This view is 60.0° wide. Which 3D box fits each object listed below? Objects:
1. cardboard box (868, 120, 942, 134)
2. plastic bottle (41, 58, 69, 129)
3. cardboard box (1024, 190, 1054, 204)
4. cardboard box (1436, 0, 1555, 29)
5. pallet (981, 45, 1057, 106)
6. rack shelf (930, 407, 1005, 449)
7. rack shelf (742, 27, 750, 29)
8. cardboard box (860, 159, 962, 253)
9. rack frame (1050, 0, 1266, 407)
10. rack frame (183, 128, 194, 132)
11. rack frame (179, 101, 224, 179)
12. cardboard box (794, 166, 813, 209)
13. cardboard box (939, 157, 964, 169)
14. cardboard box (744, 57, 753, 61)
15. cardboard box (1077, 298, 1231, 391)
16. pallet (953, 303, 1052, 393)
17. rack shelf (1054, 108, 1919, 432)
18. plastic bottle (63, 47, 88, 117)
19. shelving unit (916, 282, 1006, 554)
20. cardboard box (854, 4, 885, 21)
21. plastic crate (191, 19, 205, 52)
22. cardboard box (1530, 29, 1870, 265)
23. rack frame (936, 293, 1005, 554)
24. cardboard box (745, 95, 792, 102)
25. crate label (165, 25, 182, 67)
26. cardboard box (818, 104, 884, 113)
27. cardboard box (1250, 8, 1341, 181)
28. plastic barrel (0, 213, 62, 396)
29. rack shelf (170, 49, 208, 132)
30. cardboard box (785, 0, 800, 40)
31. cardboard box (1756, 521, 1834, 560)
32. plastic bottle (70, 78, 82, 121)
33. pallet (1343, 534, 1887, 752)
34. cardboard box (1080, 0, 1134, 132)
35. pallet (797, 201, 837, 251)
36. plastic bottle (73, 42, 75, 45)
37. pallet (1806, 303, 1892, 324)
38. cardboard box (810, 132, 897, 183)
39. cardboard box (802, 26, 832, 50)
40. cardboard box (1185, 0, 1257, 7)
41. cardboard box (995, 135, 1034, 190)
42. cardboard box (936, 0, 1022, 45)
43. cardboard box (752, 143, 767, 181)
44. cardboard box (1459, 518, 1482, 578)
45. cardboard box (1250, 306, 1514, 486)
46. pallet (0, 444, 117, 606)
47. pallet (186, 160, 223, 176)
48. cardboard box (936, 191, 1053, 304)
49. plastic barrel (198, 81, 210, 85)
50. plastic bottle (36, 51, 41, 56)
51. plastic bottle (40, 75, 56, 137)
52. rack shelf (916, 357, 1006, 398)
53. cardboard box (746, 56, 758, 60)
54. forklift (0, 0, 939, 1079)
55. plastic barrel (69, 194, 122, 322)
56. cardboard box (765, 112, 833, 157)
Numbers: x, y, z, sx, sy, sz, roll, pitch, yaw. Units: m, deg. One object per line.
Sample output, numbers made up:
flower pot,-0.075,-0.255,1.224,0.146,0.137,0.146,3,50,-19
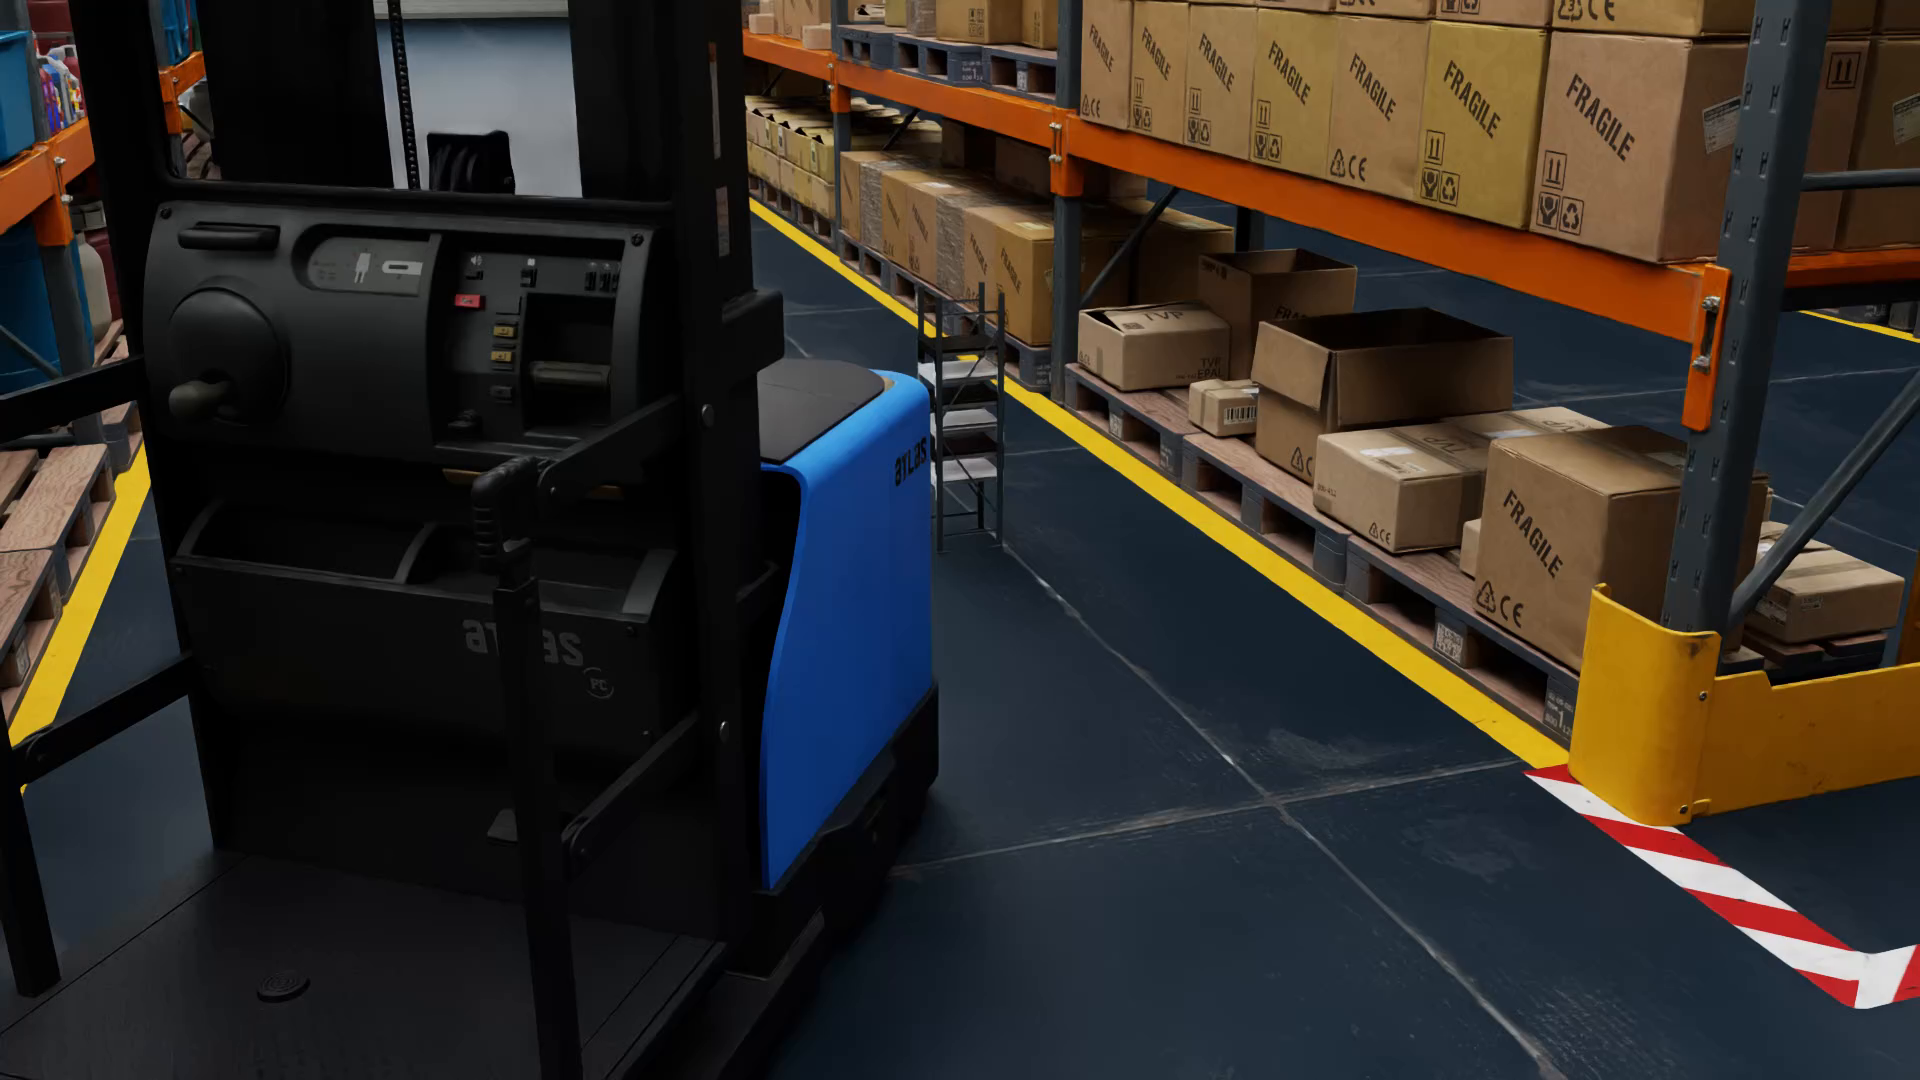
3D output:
cardboard box,-0.403,-2.911,12.199,0.500,0.311,0.500,-7,21,-19
plastic bottle,-3.627,-1.779,6.622,0.097,0.271,0.097,0,20,0
cardboard box,0.664,-1.635,9.079,0.500,0.500,0.500,-6,21,-17
cardboard box,1.609,-1.602,4.313,0.500,0.500,0.500,-6,21,-16
pallet,0.765,-2.270,8.084,1.003,0.211,1.213,-6,21,-17
rack shelf,0.003,-0.390,5.768,0.258,0.077,0.200,-6,21,-17
rack shelf,-2.230,-4.963,16.361,1.077,0.370,4.000,-6,21,-17
cardboard box,-0.303,-2.063,10.270,0.500,0.500,0.500,-7,21,-19
rack frame,0.913,-2.093,7.305,1.000,3.000,0.127,-6,21,-17
rack frame,-7.562,-5.418,16.564,1.000,3.000,0.127,-6,21,-17
rack frame,-6.305,-4.135,12.990,1.000,3.000,0.127,-6,21,-17
cardboard box,-0.907,-2.588,12.130,0.500,0.250,0.500,-7,21,-18
cardboard box,0.172,-2.132,10.461,0.500,0.500,0.500,-6,20,-15
cardboard box,-2.262,-4.364,15.965,0.500,0.500,0.500,-6,21,-17
cardboard box,0.839,-0.876,7.246,0.500,0.311,0.500,-6,21,-17
pallet,0.621,-1.037,8.492,1.003,0.211,1.213,-6,21,-17
rack shelf,1.541,-1.112,5.640,1.077,0.370,4.000,-6,21,-17
plastic bottle,-3.780,-1.961,7.110,0.061,0.283,0.133,-6,21,-17
shelving unit,0.003,-0.421,5.757,0.258,0.900,0.210,-6,21,-17
cardboard box,-0.442,-3.642,11.750,0.500,0.311,0.500,-7,21,-18
plastic crate,-5.490,-3.506,11.554,0.450,0.188,0.662,-6,21,-17
cardboard box,1.771,-0.971,4.034,0.500,0.500,0.500,-6,21,-16
rack frame,0.034,-0.388,5.666,0.240,0.900,0.006,-6,21,-17
cardboard box,-1.708,-3.668,14.308,0.500,0.311,0.500,-6,21,-17
crate label,-4.825,-2.947,9.932,0.303,0.233,0.416,-6,21,-17
cardboard box,-0.878,-3.401,13.565,0.500,0.311,0.500,-6,21,-17
cardboard box,1.295,-1.459,5.394,0.500,0.500,0.500,-7,21,-18
plastic barrel,-3.946,-0.954,6.618,0.600,0.901,0.708,-6,21,-17
rack shelf,-5.677,-3.154,11.325,1.077,0.370,4.000,-6,21,-17
cardboard box,-1.053,-4.129,12.826,0.500,0.500,0.500,-6,21,-17
cardboard box,2.286,0.066,4.835,0.380,0.166,0.250,-6,21,-17
plastic bottle,-3.731,-1.852,6.928,0.097,0.201,0.097,0,20,0
pallet,1.895,0.223,4.982,1.003,0.211,1.213,-6,21,-17
cardboard box,0.814,-1.947,6.752,0.500,0.500,0.500,-6,21,-16
pallet,-0.566,-2.332,12.097,1.003,0.211,1.213,-6,21,-17
plastic bottle,-4.046,-2.219,7.730,0.144,0.351,0.185,-6,21,-17
pallet,5.300,-1.547,9.912,1.003,0.211,1.213,-6,21,-17
cardboard box,-0.743,-2.686,11.573,0.500,0.311,0.500,-6,21,-16
cardboard box,-0.889,-3.517,11.643,0.380,0.149,0.250,-6,21,-17
cardboard box,1.117,-2.098,5.694,0.500,0.500,0.500,-7,21,-19
cardboard box,0.520,-2.139,9.372,0.500,0.250,0.500,-7,21,-18
cardboard box,0.299,-2.898,8.777,0.700,0.500,0.500,-12,23,-31
cardboard box,-1.385,-3.077,13.493,0.500,0.250,0.500,-7,21,-19
cardboard box,1.723,0.030,4.937,0.380,0.166,0.250,-6,21,-17
cardboard box,1.508,-0.522,5.975,0.797,0.503,0.637,-6,21,-17
pallet,-3.523,-0.023,5.669,1.003,0.211,1.213,-6,21,-17
pallet,-6.477,-3.042,14.074,1.003,0.211,1.213,-6,21,-17
cardboard box,0.181,-1.572,8.901,0.500,0.500,0.500,-6,21,-17
plastic barrel,-7.283,-4.242,16.348,0.421,0.512,0.421,0,20,0
plastic bottle,-4.010,-1.979,7.172,0.152,0.276,0.135,-6,21,-17
plastic bottle,-3.501,-1.676,6.317,0.061,0.283,0.133,-6,21,-17
rack shelf,0.003,-0.559,5.708,0.258,0.077,0.200,-6,21,-17
cardboard box,-1.765,-4.419,16.120,0.500,0.500,0.500,-6,21,-17
forklift,-0.983,-0.328,2.495,1.130,2.935,3.031,6,21,16
plastic barrel,-4.523,-1.396,8.312,0.600,0.588,0.708,-6,21,-17
cardboard box,-1.224,-3.175,12.935,0.500,0.311,0.500,-6,21,-16
